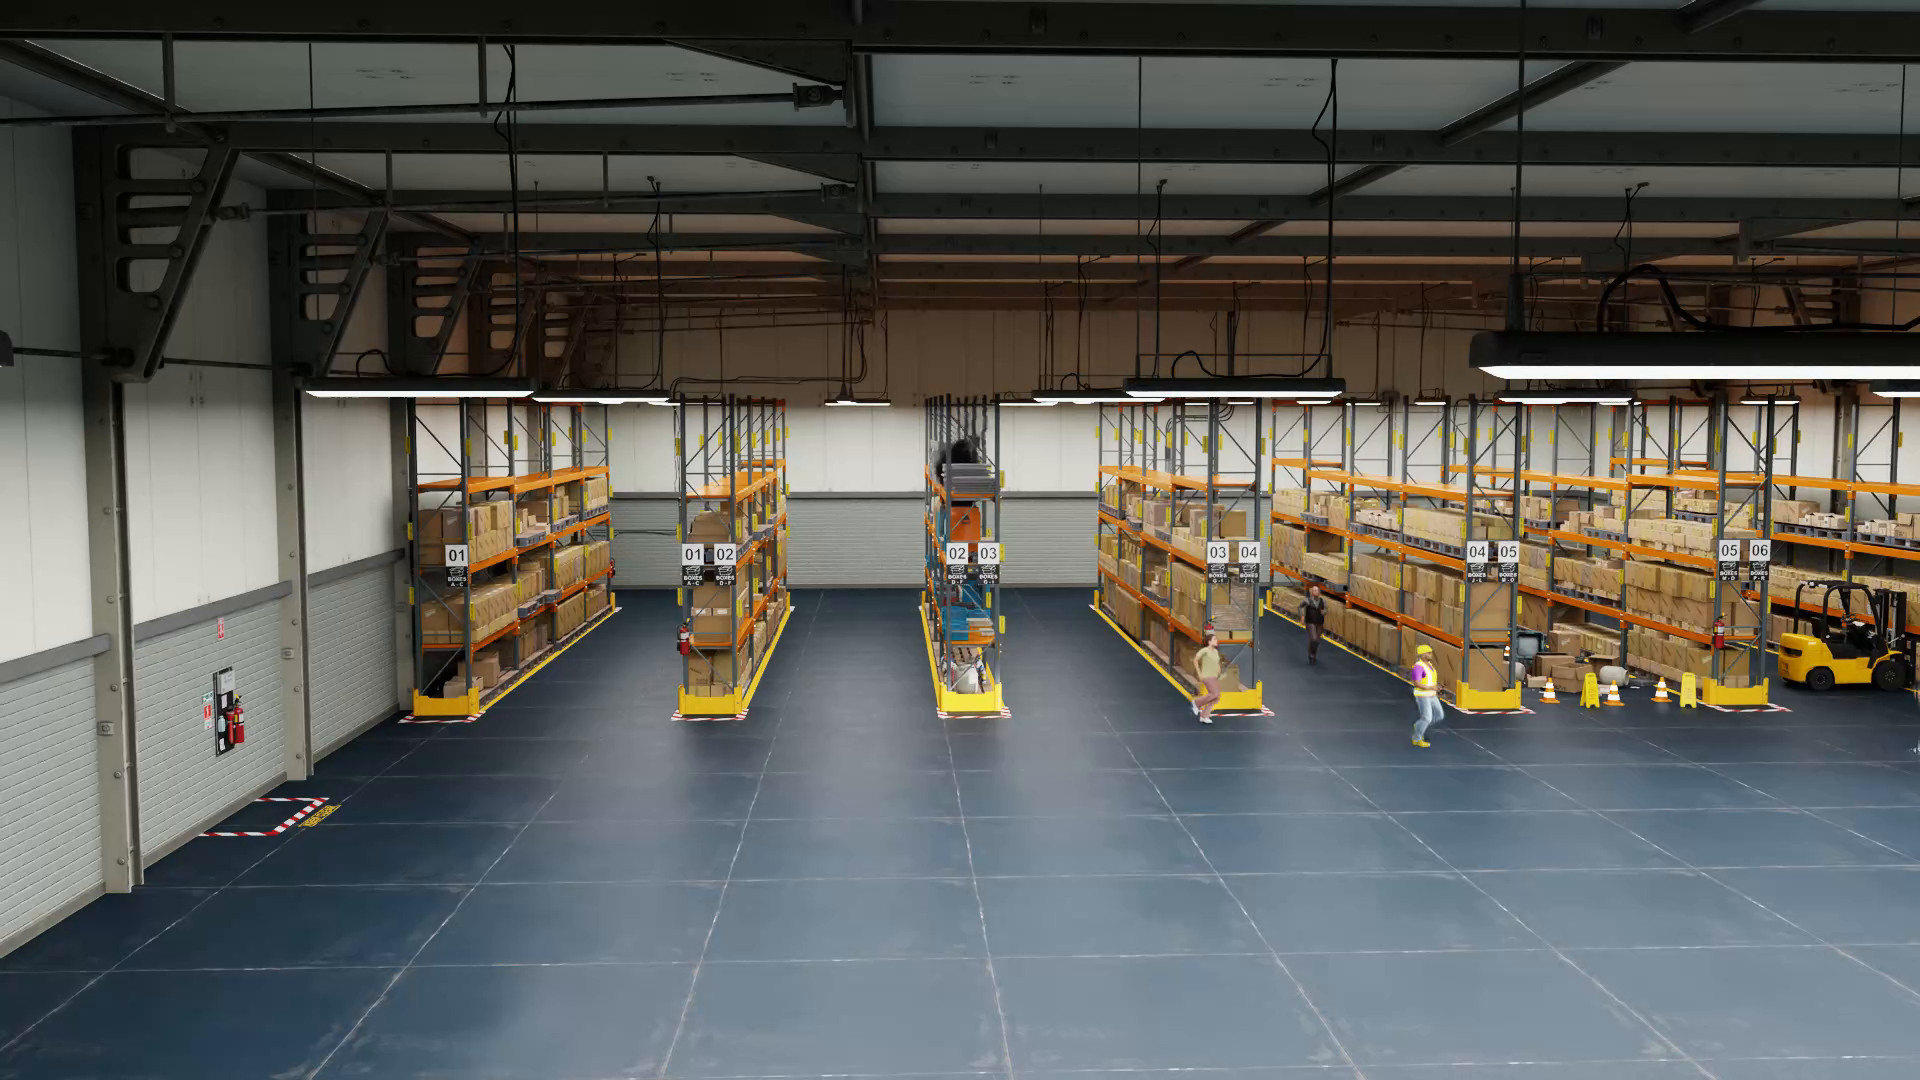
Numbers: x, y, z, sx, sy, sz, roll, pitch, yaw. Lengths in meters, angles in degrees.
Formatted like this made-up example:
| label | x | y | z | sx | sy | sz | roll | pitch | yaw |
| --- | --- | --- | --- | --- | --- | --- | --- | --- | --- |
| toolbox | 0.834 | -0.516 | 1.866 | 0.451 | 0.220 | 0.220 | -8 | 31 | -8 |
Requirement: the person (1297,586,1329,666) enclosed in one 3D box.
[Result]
| label | x | y | z | sx | sy | sz | roll | pitch | yaw |
| --- | --- | --- | --- | --- | --- | --- | --- | --- | --- |
| person | 7.941 | 1.926 | 37.262 | 0.624 | 1.780 | 0.752 | -1 | 5 | -12 |

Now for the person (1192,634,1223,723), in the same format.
| label | x | y | z | sx | sy | sz | roll | pitch | yaw |
| --- | --- | --- | --- | --- | --- | --- | --- | --- | --- |
| person | 4.616 | 2.529 | 30.446 | 0.613 | 1.572 | 0.479 | -4 | 6 | -44 |

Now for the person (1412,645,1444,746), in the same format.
| label | x | y | z | sx | sy | sz | roll | pitch | yaw |
| --- | --- | --- | --- | --- | --- | --- | --- | --- | --- |
| person | 7.924 | 2.634 | 28.161 | 0.577 | 1.724 | 0.693 | 4 | 6 | 38 |

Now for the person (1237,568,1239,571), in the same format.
| label | x | y | z | sx | sy | sz | roll | pitch | yaw |
| --- | --- | --- | --- | --- | --- | --- | --- | --- | --- |
| person | 7.762 | 1.342 | 45.413 | 0.524 | 1.643 | 0.715 | 0 | 5 | -1 |
